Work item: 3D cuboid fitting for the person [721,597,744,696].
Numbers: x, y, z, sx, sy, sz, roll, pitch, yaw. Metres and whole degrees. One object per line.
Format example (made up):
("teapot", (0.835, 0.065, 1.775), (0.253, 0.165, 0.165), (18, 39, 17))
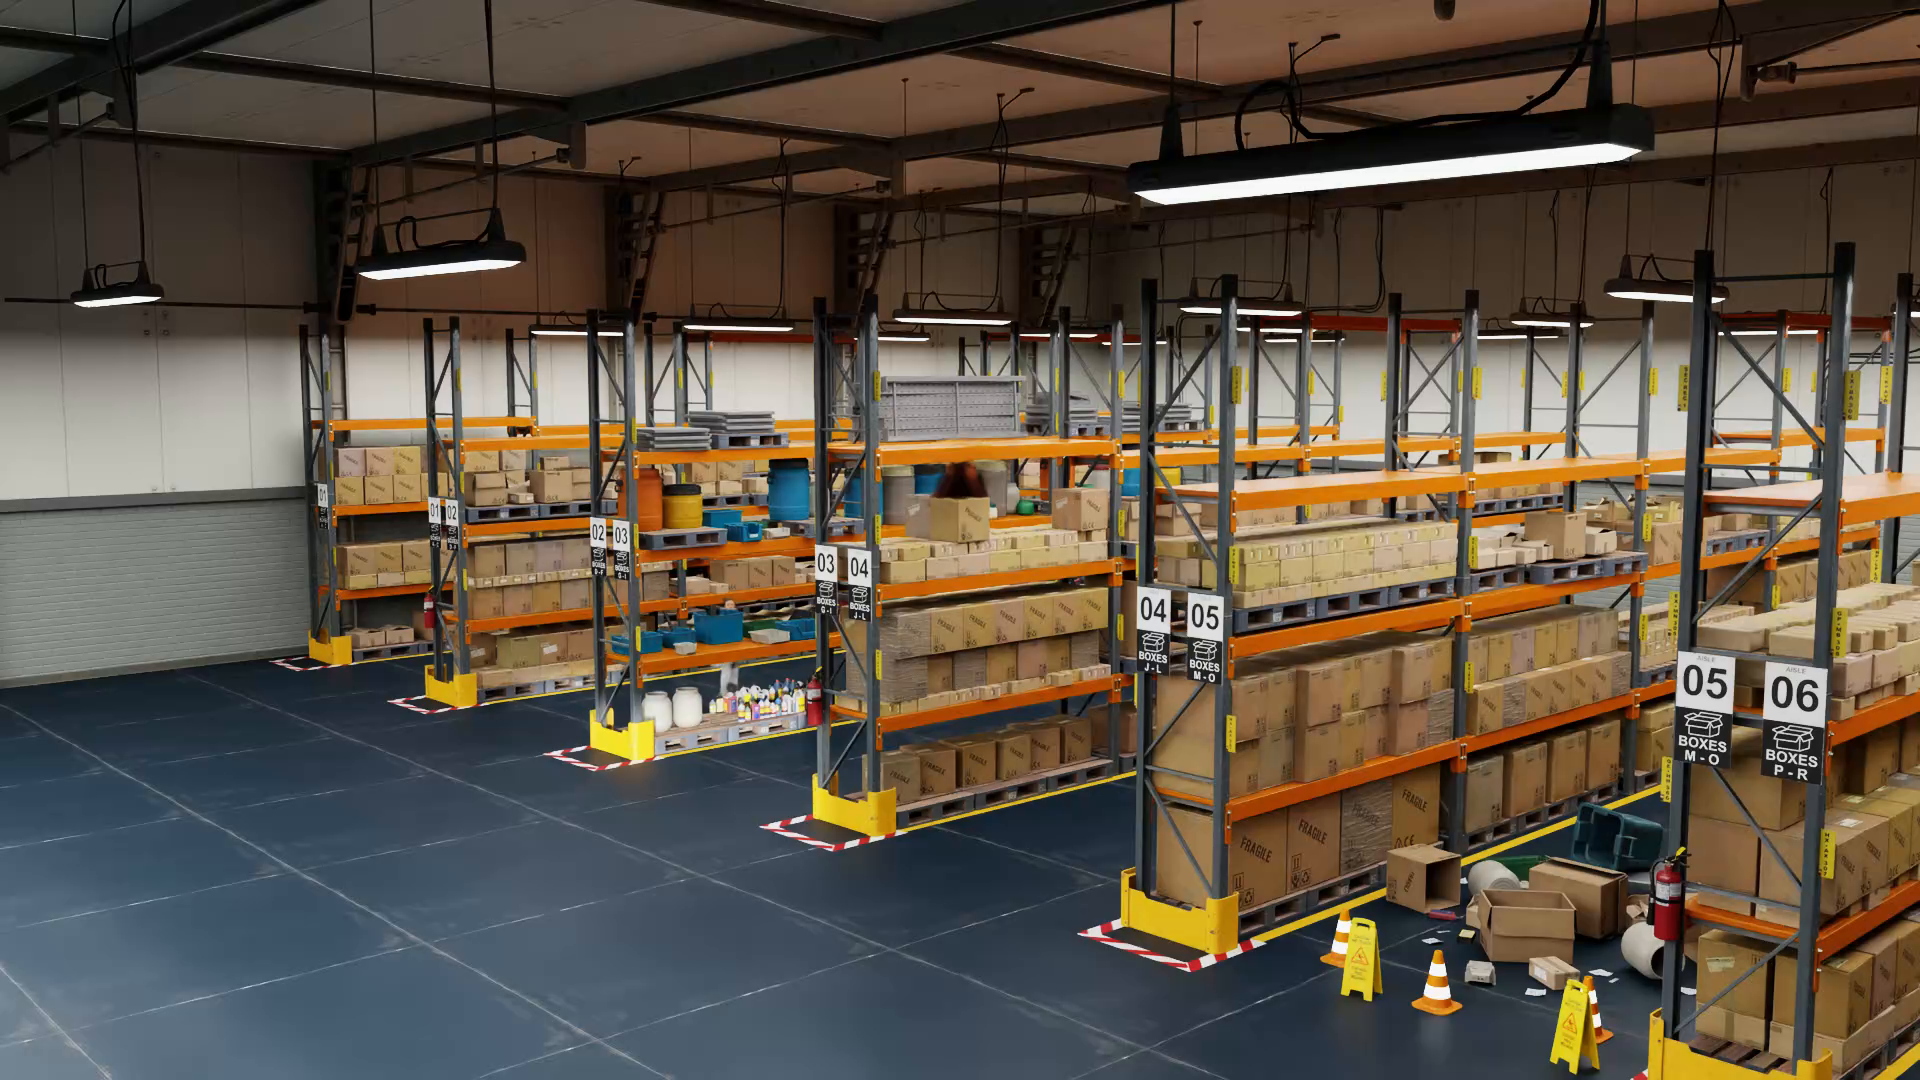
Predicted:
("person", (-3.555, 1.744, 25.881), (0.386, 1.705, 0.479), (5, 8, 41))
